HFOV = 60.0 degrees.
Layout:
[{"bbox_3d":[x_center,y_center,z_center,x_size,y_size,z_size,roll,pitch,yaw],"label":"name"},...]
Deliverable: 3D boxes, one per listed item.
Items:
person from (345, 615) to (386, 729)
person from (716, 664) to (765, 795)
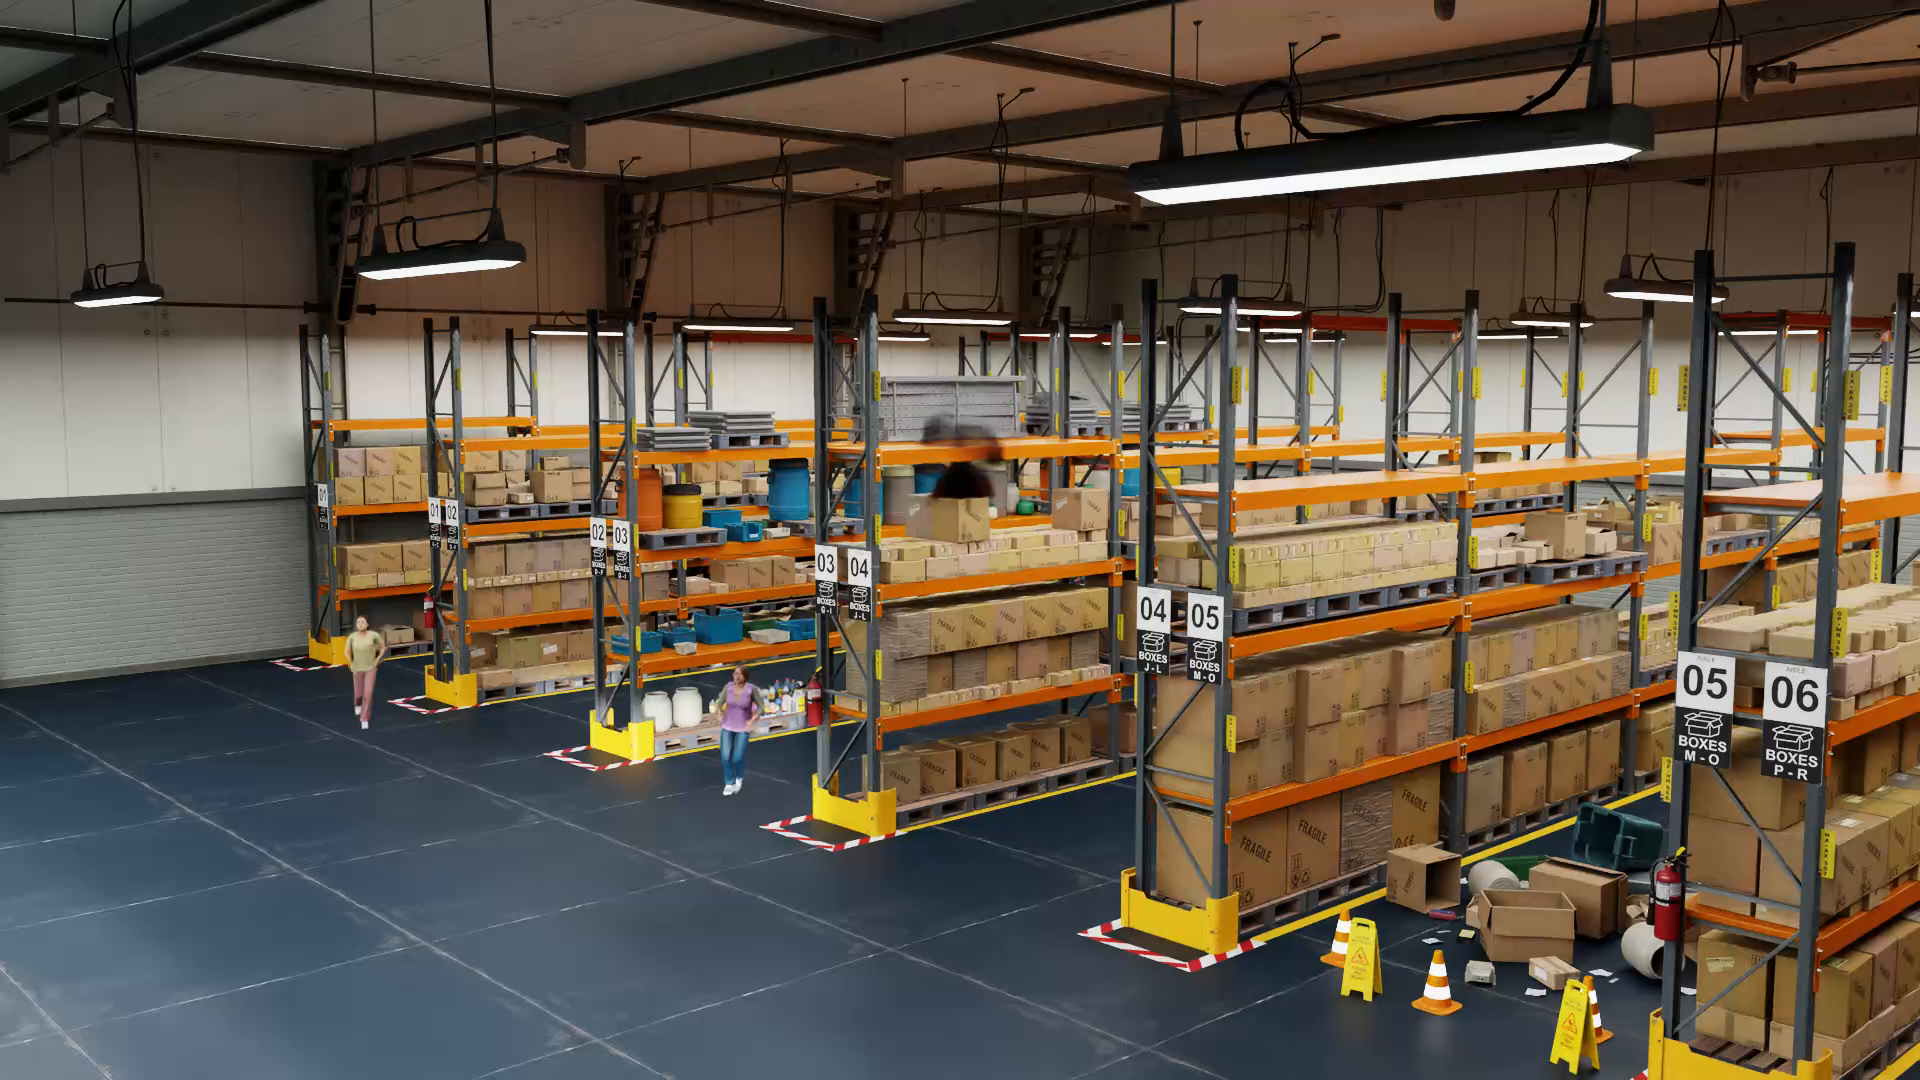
[{"bbox_3d":[-8.705,1.903,24.380,0.581,1.646,0.658,-2,6,-15],"label":"person"},{"bbox_3d":[-2.559,2.196,19.162,0.557,1.543,0.542,1,6,9],"label":"person"}]
